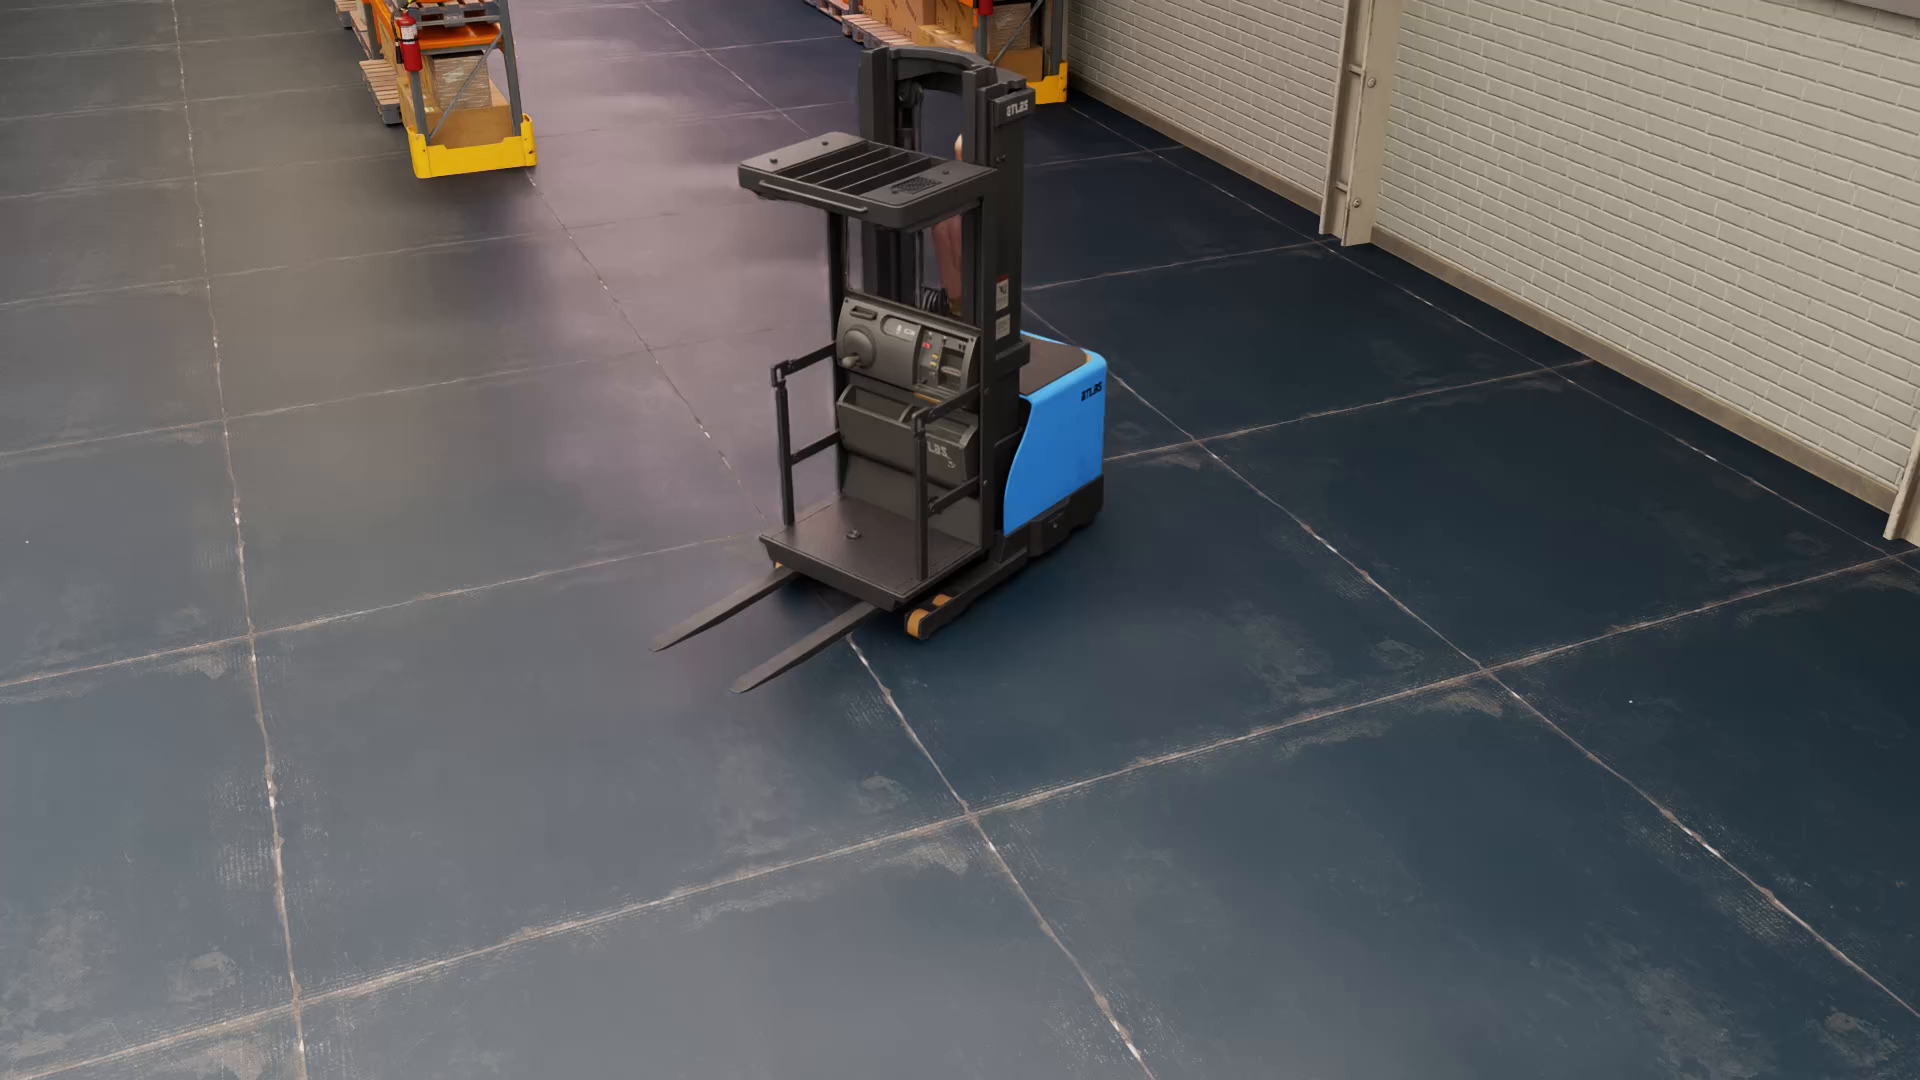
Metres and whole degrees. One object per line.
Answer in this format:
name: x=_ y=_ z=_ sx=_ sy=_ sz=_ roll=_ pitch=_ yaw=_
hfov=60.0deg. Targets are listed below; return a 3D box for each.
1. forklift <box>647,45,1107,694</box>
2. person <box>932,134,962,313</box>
forklift: x=-0.426 y=-1.006 z=8.879 sx=1.130 sy=2.935 sz=3.031 roll=22 pitch=36 yaw=33
person: x=0.020 y=-2.001 z=11.786 sx=0.430 sy=1.772 sz=0.646 roll=-2 pitch=30 yaw=-3
